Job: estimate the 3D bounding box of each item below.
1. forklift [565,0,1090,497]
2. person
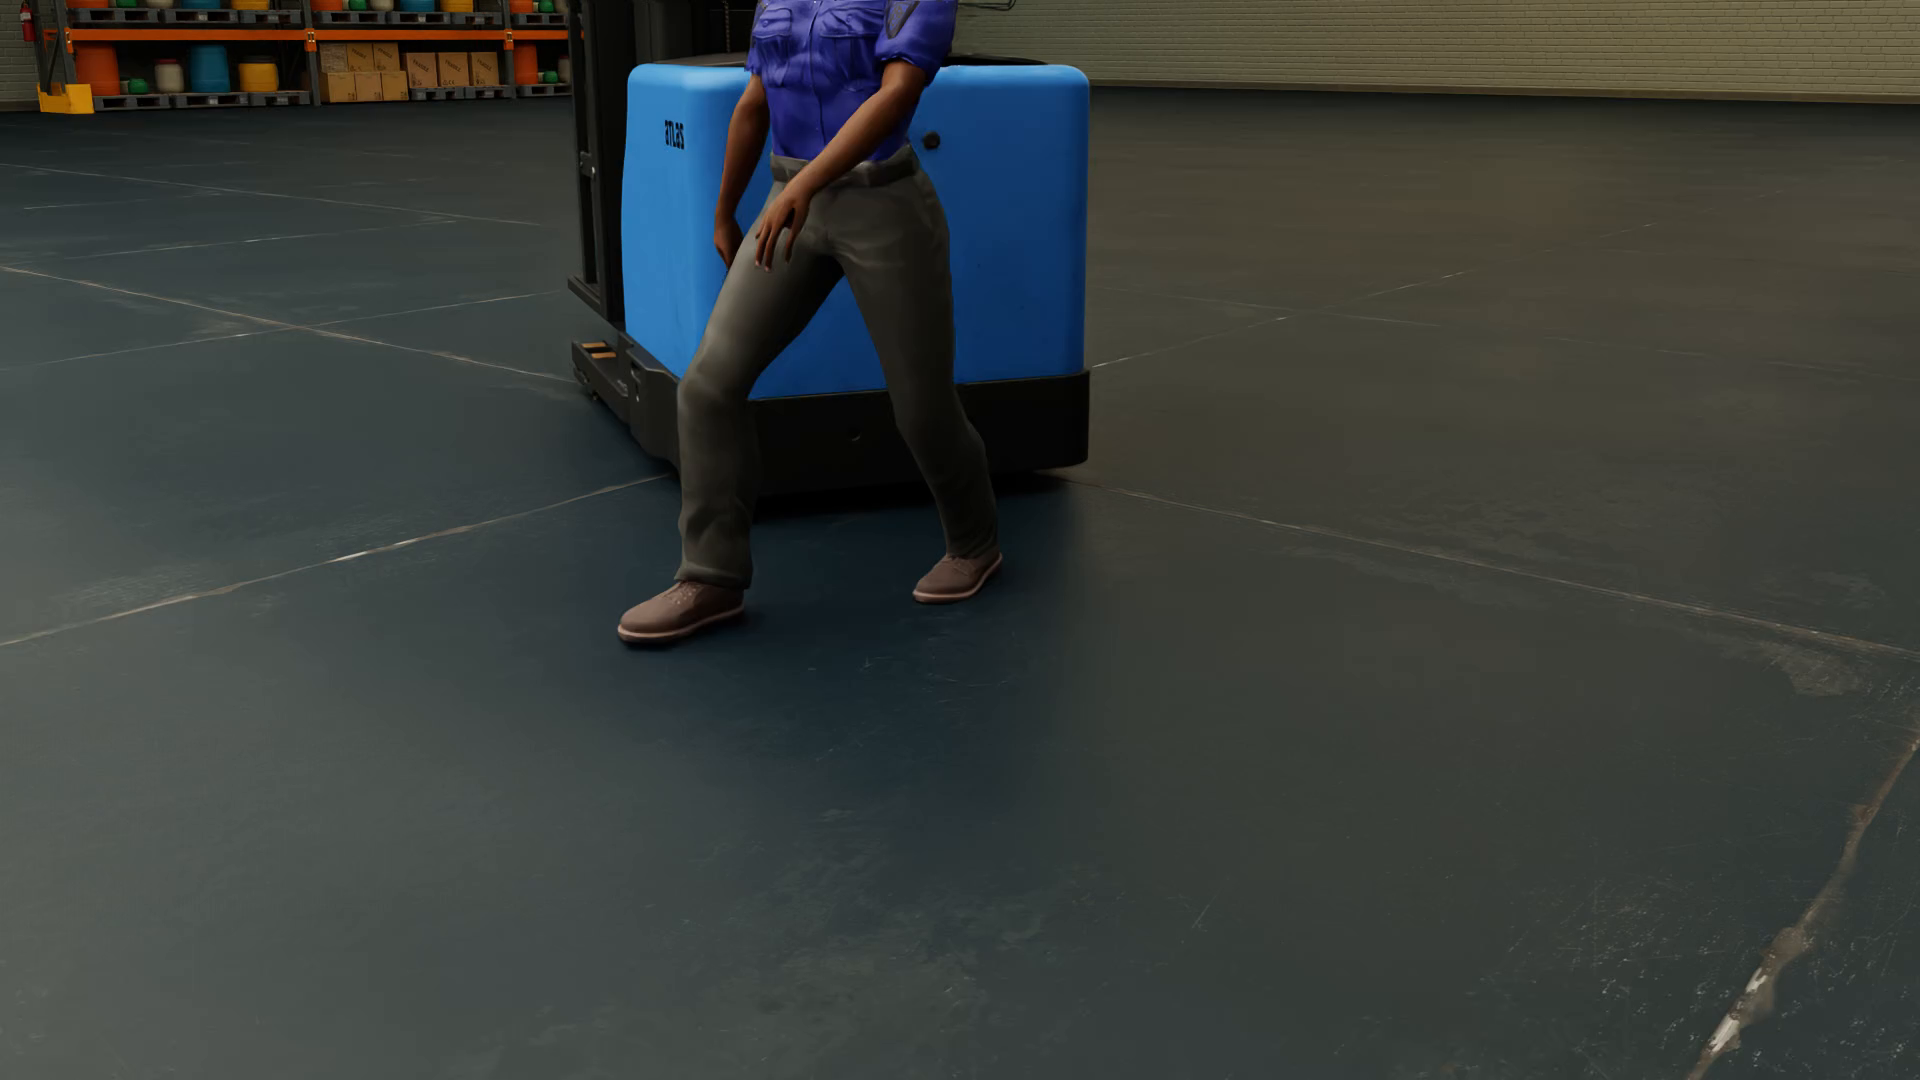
[{"bbox_3d":[-0.666,-1.889,5.119,1.130,2.935,3.031,-6,18,-20],"label":"forklift"},{"bbox_3d":[-0.289,-0.613,3.259,0.618,1.585,0.796,9,19,26],"label":"person"}]
